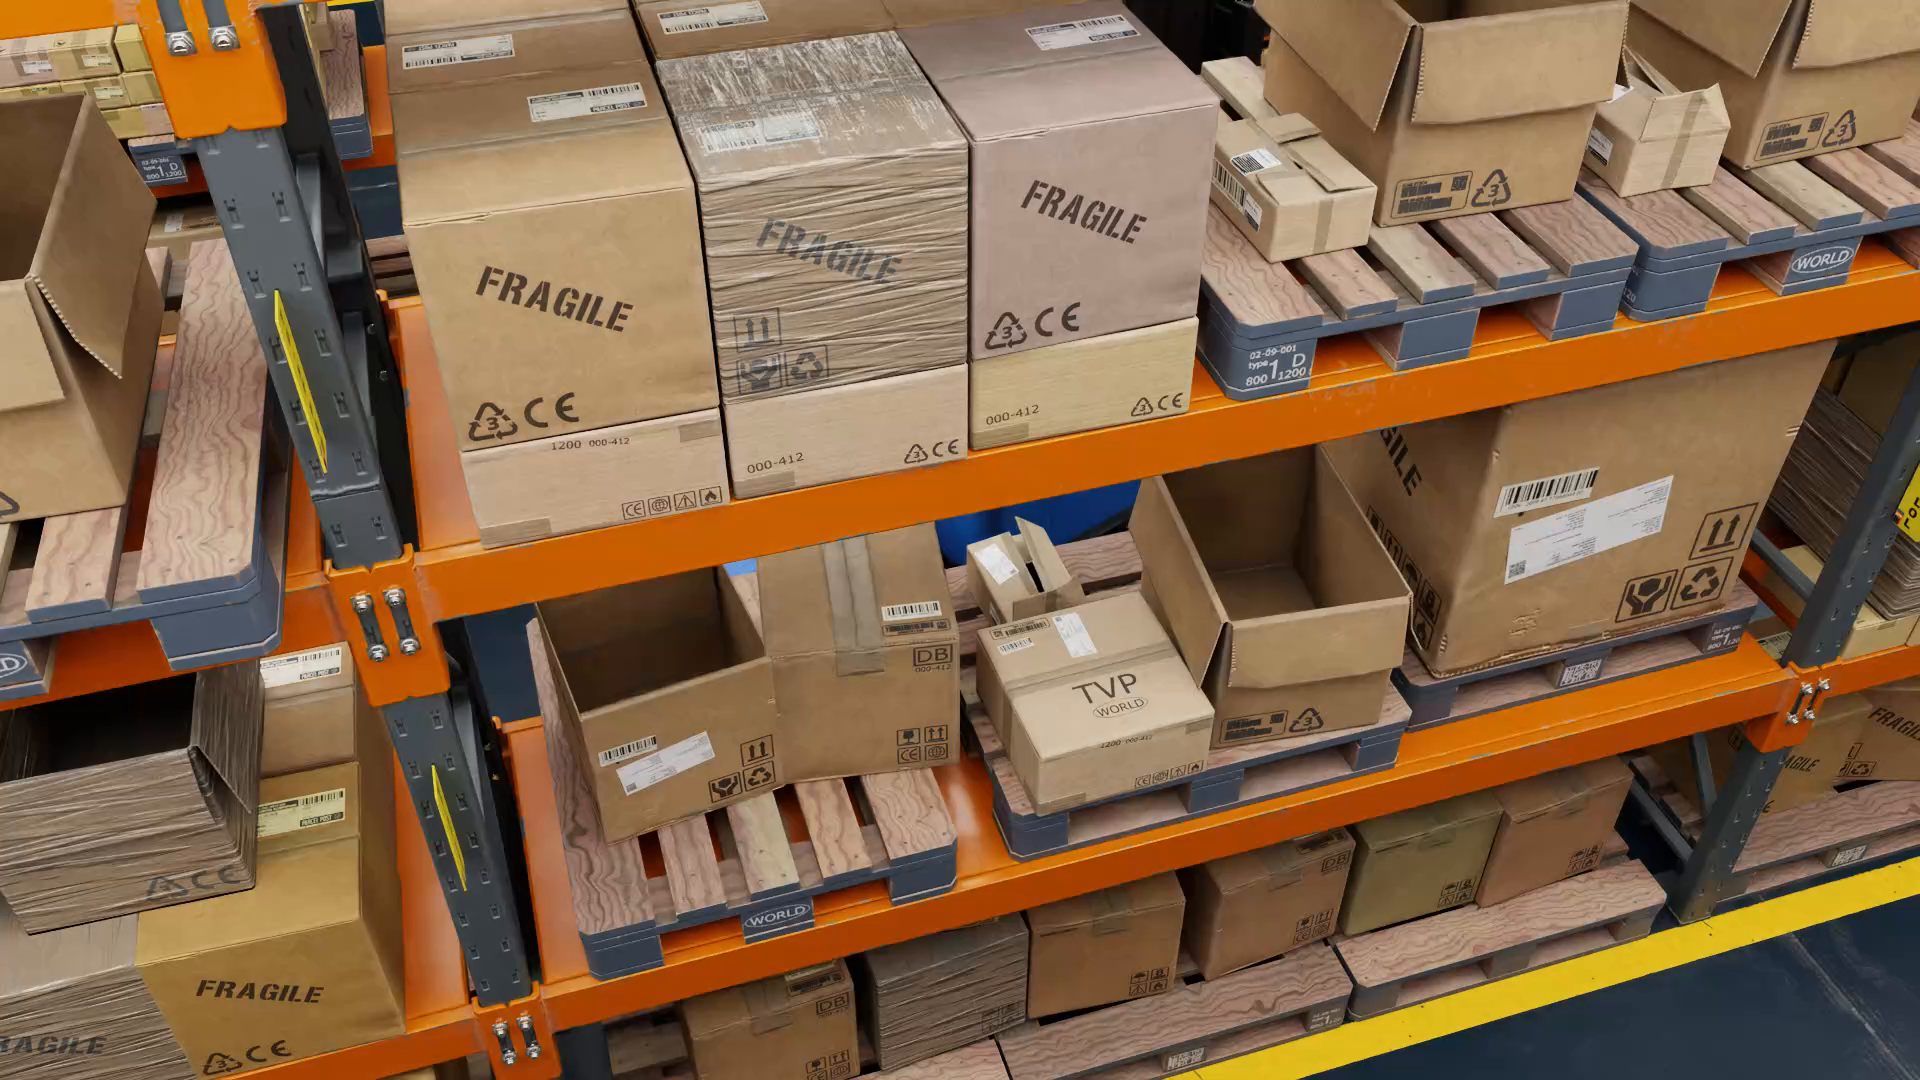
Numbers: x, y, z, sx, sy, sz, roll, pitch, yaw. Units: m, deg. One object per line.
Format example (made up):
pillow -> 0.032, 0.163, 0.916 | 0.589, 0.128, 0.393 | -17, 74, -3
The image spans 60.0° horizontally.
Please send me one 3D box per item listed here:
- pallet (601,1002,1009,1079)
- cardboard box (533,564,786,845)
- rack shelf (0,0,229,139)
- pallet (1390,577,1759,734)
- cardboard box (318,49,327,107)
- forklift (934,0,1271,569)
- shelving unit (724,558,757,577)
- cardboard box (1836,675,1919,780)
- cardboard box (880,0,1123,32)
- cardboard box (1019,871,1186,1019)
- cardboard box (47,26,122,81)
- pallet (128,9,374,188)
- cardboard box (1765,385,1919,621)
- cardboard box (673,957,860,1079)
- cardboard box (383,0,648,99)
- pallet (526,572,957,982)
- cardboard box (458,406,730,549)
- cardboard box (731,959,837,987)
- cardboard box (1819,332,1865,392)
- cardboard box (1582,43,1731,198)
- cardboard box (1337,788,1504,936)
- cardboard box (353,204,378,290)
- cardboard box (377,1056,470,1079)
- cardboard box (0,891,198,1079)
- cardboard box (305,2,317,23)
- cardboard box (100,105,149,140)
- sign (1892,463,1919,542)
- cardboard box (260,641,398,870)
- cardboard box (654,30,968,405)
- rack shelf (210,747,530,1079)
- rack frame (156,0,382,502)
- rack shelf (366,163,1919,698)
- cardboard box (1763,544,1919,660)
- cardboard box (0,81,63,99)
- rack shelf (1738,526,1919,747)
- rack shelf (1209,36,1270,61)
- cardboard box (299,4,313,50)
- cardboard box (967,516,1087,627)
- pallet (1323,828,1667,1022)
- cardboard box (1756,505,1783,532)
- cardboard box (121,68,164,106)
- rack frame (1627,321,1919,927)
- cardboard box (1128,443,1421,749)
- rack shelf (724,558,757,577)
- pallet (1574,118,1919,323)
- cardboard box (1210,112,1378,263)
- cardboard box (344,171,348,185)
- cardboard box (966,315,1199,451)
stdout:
pallet -> -0.560, 1.629, 5.575 | 1.213, 0.211, 1.003 | -12, 42, -13
cardboard box -> -0.803, 0.404, 4.462 | 0.500, 0.500, 0.500 | -17, 44, -18
rack shelf -> -3.214, -0.710, 2.424 | 4.000, 0.370, 1.077 | -12, 42, -13
pallet -> 1.736, 0.074, 5.381 | 1.213, 0.211, 1.003 | -12, 42, -13
cardboard box -> -3.032, -2.078, 7.570 | 0.250, 0.149, 0.380 | -11, 42, -12
forklift -> 0.936, -1.560, 7.157 | 3.031, 2.935, 1.130 | -29, 49, -29
shelving unit -> -0.696, -0.137, 6.616 | 1.048, 1.500, 0.538 | -13, 43, -15
cardboard box -> 3.447, 0.553, 6.268 | 0.500, 0.500, 0.500 | 1, 41, 1
cardboard box -> 0.036, -1.071, 3.810 | 0.500, 0.500, 0.500 | -11, 42, -12
cardboard box -> 0.391, 1.129, 5.593 | 0.500, 0.500, 0.700 | -8, 42, -9
cardboard box -> -3.773, -2.148, 7.198 | 0.250, 0.149, 0.380 | -11, 42, -12
pallet -> -3.347, -2.121, 7.893 | 1.003, 0.211, 1.213 | -12, 42, -13
cardboard box -> 2.957, -0.258, 5.313 | 0.500, 0.500, 0.875 | -12, 42, -13
cardboard box -> -0.673, 1.363, 5.325 | 0.500, 0.500, 0.700 | -14, 43, -15
cardboard box -> -0.926, -0.875, 3.585 | 0.500, 0.500, 0.500 | -11, 42, -12
pallet -> -0.659, 0.597, 4.783 | 1.003, 0.211, 1.213 | -12, 42, -13
cardboard box -> -0.782, -0.274, 3.468 | 0.500, 0.250, 0.500 | -11, 42, -12
cardboard box -> -0.676, 1.074, 5.086 | 0.500, 0.250, 0.500 | -10, 42, -11
cardboard box -> 2.856, -0.846, 5.226 | 0.500, 0.500, 0.500 | -12, 42, -13
cardboard box -> 1.642, -1.047, 4.021 | 0.258, 0.266, 0.396 | -10, 42, -12
cardboard box -> 1.456, 0.908, 5.846 | 0.500, 0.500, 0.700 | -12, 43, -13
cardboard box -> -3.249, -1.323, 8.415 | 0.500, 0.500, 0.500 | -12, 43, -13
cardboard box -> -1.971, 1.497, 4.901 | 0.875, 0.875, 1.225 | -14, 43, -15
cardboard box -> -2.180, 1.042, 4.051 | 0.500, 0.500, 0.500 | -12, 43, -13
cardboard box -> -3.221, -2.607, 7.949 | 0.250, 0.149, 0.380 | -10, 42, -11
cardboard box -> -3.754, -1.932, 7.403 | 0.250, 0.149, 0.380 | -12, 43, -14
sign -> 2.679, -0.147, 4.608 | 0.005, 0.325, 0.100 | -12, 42, -13
cardboard box -> -1.852, 0.620, 4.534 | 0.500, 0.500, 0.500 | -11, 42, -12
cardboard box -> -0.296, -0.653, 3.331 | 0.500, 0.500, 0.500 | -11, 42, -13
rack shelf -> -3.214, 1.398, 4.266 | 4.000, 0.370, 1.077 | -12, 42, -13
rack frame -> -1.306, -1.527, 2.508 | 0.127, 3.000, 1.000 | -12, 42, -13
rack shelf -> 0.601, -0.522, 4.184 | 4.000, 0.370, 1.077 | -12, 42, -13
cardboard box -> 2.804, 0.182, 5.302 | 0.250, 0.149, 0.380 | -12, 42, -13
cardboard box -> -4.015, -1.988, 7.241 | 0.250, 0.149, 0.380 | -12, 43, -13
rack shelf -> 4.417, -0.183, 6.076 | 4.000, 0.370, 1.077 | -12, 42, -13
rack shelf -> 3.023, -3.315, 9.661 | 4.000, 0.370, 1.077 | -12, 42, -13
cardboard box -> -3.030, -2.304, 7.376 | 0.250, 0.149, 0.380 | -13, 43, -15
cardboard box -> 0.203, 0.126, 4.959 | 0.258, 0.266, 0.396 | -13, 43, -14
pallet -> 1.767, 1.146, 6.127 | 1.213, 0.211, 1.003 | -12, 42, -13
cardboard box -> 2.626, -0.191, 5.729 | 0.250, 0.149, 0.380 | -12, 42, -13
cardboard box -> -3.538, -2.085, 7.352 | 0.250, 0.149, 0.380 | -11, 42, -12
rack frame -> 2.509, -0.058, 5.387 | 0.127, 3.000, 1.000 | -12, 42, -13
cardboard box -> 0.883, 0.145, 4.756 | 0.637, 0.503, 0.797 | -8, 42, -9
rack shelf -> -0.696, -0.001, 6.735 | 1.000, 0.185, 0.538 | -13, 43, -15
pallet -> 1.888, -1.062, 4.398 | 1.003, 0.211, 1.213 | -12, 42, -13
cardboard box -> 0.751, -0.825, 3.842 | 0.250, 0.166, 0.380 | -13, 43, -14
cardboard box -> -3.430, -1.915, 8.523 | 0.500, 0.250, 0.500 | -14, 43, -15
cardboard box -> 0.196, -0.483, 3.707 | 0.500, 0.250, 0.500 | -11, 42, -12
